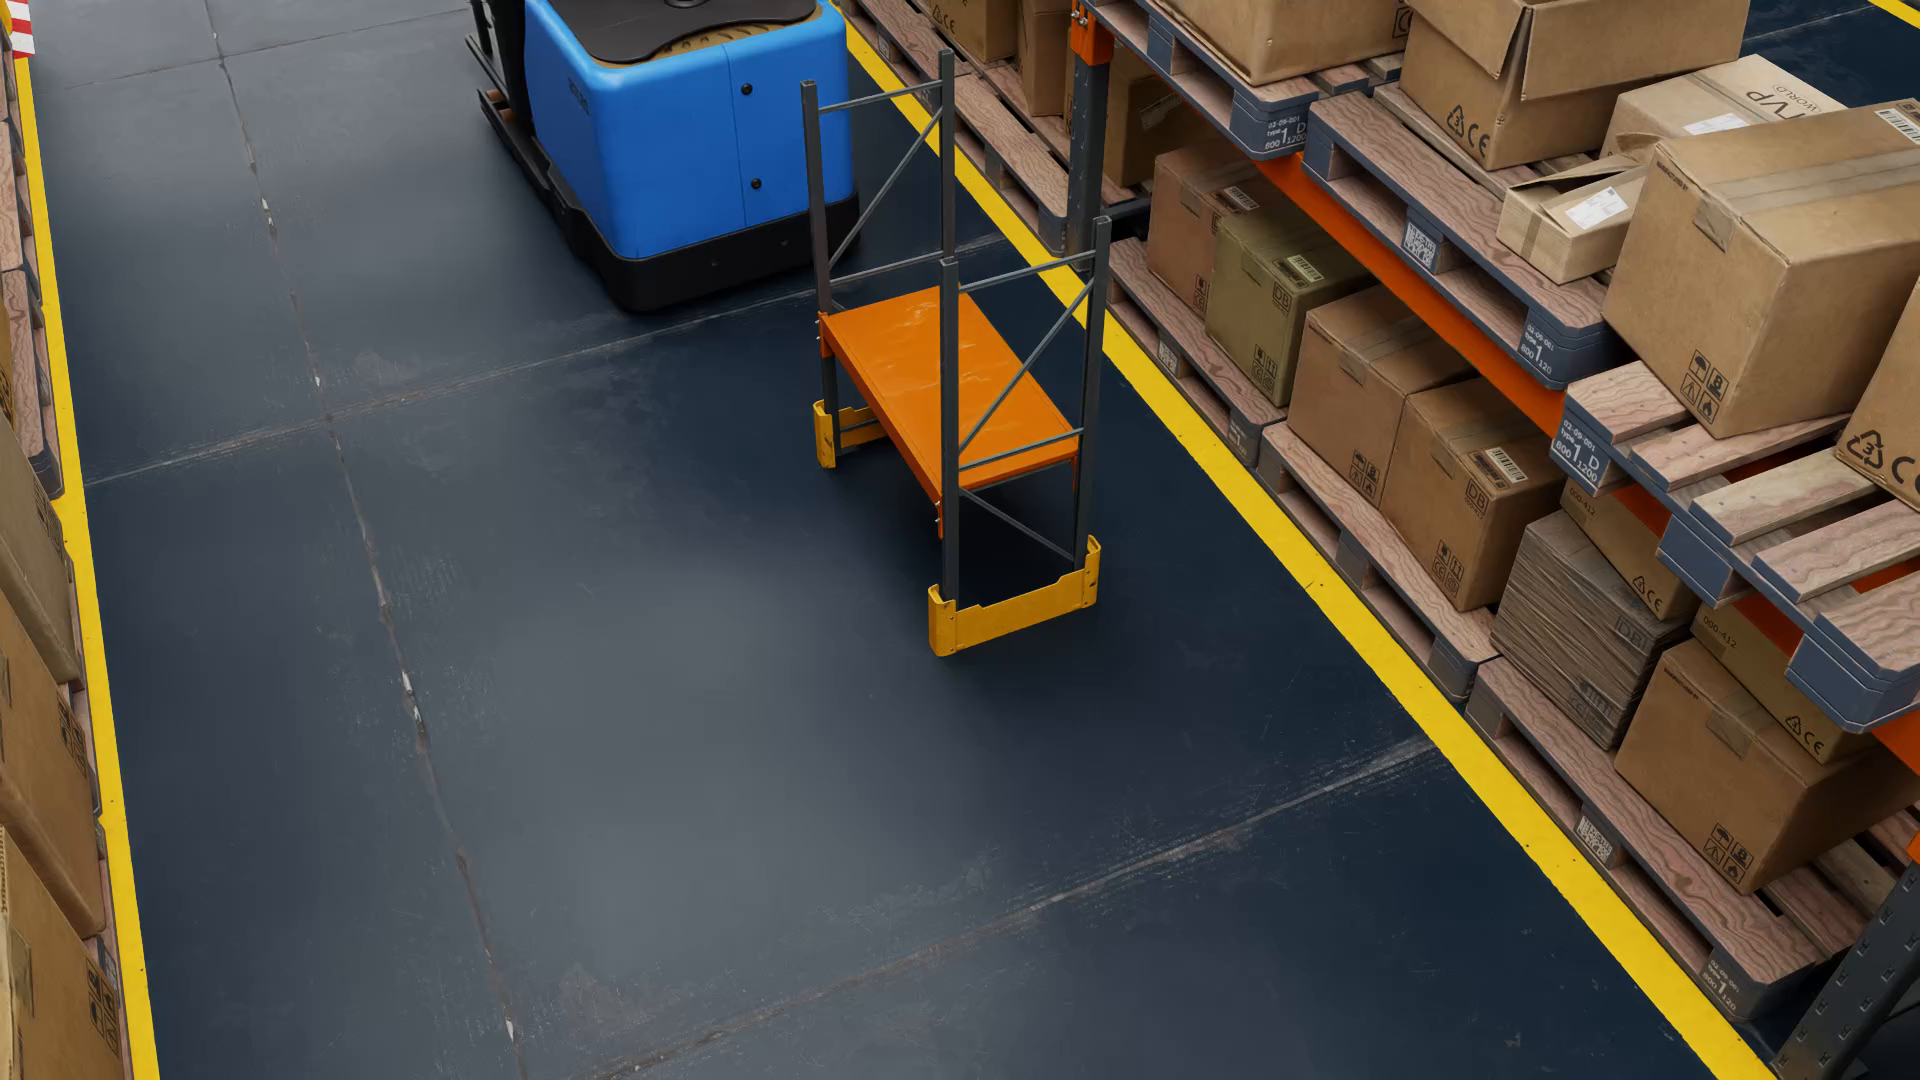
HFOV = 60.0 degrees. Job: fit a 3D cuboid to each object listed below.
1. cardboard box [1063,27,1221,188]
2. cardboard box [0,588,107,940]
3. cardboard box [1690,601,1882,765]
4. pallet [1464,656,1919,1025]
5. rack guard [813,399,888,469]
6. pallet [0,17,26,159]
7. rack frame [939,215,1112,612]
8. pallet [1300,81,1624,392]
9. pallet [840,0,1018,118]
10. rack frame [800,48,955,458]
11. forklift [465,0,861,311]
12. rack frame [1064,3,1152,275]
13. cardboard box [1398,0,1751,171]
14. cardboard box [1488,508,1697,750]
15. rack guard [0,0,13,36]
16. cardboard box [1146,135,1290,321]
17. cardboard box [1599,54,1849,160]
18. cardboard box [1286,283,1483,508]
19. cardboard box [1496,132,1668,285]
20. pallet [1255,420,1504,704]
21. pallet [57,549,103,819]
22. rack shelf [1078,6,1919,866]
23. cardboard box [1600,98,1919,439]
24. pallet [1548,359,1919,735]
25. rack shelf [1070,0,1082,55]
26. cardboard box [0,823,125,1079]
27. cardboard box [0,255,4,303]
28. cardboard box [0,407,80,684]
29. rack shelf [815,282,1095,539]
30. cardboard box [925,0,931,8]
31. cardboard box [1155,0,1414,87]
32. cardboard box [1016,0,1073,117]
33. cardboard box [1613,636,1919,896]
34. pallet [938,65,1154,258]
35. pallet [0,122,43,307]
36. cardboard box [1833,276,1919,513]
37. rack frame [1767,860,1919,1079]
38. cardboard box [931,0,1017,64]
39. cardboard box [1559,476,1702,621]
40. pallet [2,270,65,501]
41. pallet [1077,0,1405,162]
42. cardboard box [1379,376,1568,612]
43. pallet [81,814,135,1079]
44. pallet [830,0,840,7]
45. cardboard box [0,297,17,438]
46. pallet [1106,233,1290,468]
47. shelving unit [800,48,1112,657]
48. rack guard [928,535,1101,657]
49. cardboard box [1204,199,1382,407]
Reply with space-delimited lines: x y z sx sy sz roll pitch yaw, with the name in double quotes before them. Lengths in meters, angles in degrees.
"cardboard box" 0.780 -1.874 6.995 0.500 0.500 0.500 -19 48 -19
"cardboard box" -2.886 0.689 4.219 1.050 0.750 0.750 -18 47 -17
"cardboard box" 2.285 0.249 4.294 0.500 0.250 0.500 -16 47 -16
"pallet" 2.267 0.695 4.895 1.003 0.211 1.213 -18 47 -17
"rack guard" -0.241 -0.455 6.033 0.587 0.250 0.087 -18 47 -17
"pallet" -4.905 -2.017 7.644 1.003 0.211 1.213 -18 47 -17
"rack frame" 0.178 -0.264 4.950 0.500 1.500 0.032 -18 47 -17
"pallet" 1.724 -0.980 4.744 1.003 0.211 1.213 -18 47 -17
"pallet" 0.081 -2.551 8.185 1.003 0.211 1.213 -18 47 -17
"rack frame" -0.250 -0.912 5.607 0.500 1.500 0.032 -18 47 -17
"forklift" -1.557 -2.978 6.681 1.130 2.935 3.031 -21 48 -20
"rack frame" 0.912 -2.348 5.994 1.000 3.000 0.127 -18 47 -17
"cardboard box" 1.725 -1.457 4.718 0.797 0.503 0.637 -14 46 -13
"cardboard box" 2.049 0.164 4.915 0.700 0.500 0.500 -22 49 -21
"rack guard" -5.323 -2.622 8.051 1.175 0.500 0.348 -18 47 -17
"cardboard box" 1.151 -1.217 6.314 0.700 0.500 0.500 -22 49 -20
"cardboard box" 2.098 -1.031 4.467 0.500 0.250 0.500 -19 48 -19
"cardboard box" 1.570 -0.551 5.639 0.700 0.500 0.500 -22 49 -21
"cardboard box" 1.648 -0.883 4.306 0.396 0.266 0.258 -19 48 -19
"pallet" 1.758 -0.081 5.682 1.003 0.211 1.213 -18 47 -17
"pallet" -3.238 0.515 5.078 1.003 0.211 1.213 -18 47 -17
"rack shelf" 1.753 -0.817 4.955 1.077 0.370 4.000 -18 47 -17
"cardboard box" 2.005 -0.642 3.895 0.700 0.500 0.500 -12 46 -12
"pallet" 2.198 -0.153 3.906 1.213 0.211 1.003 -18 47 -17
"rack shelf" 0.071 -3.366 7.538 1.077 0.370 4.000 -18 47 -17
"cardboard box" -2.494 1.282 3.618 1.050 0.750 0.750 -17 47 -17
"cardboard box" -4.214 -1.335 6.181 0.875 0.875 0.875 -18 47 -17
"cardboard box" -3.288 0.073 4.843 1.050 0.750 0.750 -18 47 -18
"rack shelf" -0.036 -0.460 5.405 0.538 0.185 1.000 -18 47 -17
"cardboard box" 0.006 -2.978 8.113 0.500 0.500 0.500 -14 46 -14
"cardboard box" 1.119 -2.163 5.081 1.000 1.000 1.000 -18 47 -17
"cardboard box" 0.532 -2.237 7.362 0.500 0.500 0.500 -5 45 -5
"cardboard box" 2.294 0.513 4.561 0.700 0.500 0.500 -20 48 -19
"pallet" 0.597 -1.773 7.396 1.003 0.211 1.213 -18 47 -17
"pallet" -4.396 -1.241 6.858 1.003 0.211 1.213 -18 47 -17
"cardboard box" 2.330 -0.316 3.565 0.500 0.500 0.500 -24 49 -22
"rack frame" 2.594 0.201 3.410 1.000 3.000 0.127 -18 47 -17
"cardboard box" 0.200 -2.609 7.740 0.500 0.500 0.500 -22 49 -21
"cardboard box" 2.053 -0.086 4.634 0.500 0.250 0.500 -13 46 -13
"pallet" -3.880 -0.462 6.068 1.003 0.211 1.213 -18 47 -17
"pallet" 1.101 -1.750 5.524 1.003 0.211 1.213 -18 47 -17
"cardboard box" 1.804 -0.196 5.279 0.700 0.500 0.500 -14 46 -14
"pallet" -2.721 1.293 4.289 1.003 0.211 1.213 -18 47 -17
"pallet" -0.428 -3.328 8.972 1.003 0.211 1.213 -18 47 -17
"cardboard box" -3.832 -0.762 5.600 0.875 0.875 0.875 -17 47 -17
"pallet" 1.241 -0.859 6.471 1.003 0.211 1.213 -18 47 -17
"shelving unit" -0.032 -0.582 5.272 0.587 1.500 1.083 -18 47 -17
"rack guard" 0.177 0.180 5.390 0.587 0.250 0.087 -18 47 -17
"cardboard box" 1.334 -0.907 6.001 0.700 0.500 0.500 -18 47 -18
